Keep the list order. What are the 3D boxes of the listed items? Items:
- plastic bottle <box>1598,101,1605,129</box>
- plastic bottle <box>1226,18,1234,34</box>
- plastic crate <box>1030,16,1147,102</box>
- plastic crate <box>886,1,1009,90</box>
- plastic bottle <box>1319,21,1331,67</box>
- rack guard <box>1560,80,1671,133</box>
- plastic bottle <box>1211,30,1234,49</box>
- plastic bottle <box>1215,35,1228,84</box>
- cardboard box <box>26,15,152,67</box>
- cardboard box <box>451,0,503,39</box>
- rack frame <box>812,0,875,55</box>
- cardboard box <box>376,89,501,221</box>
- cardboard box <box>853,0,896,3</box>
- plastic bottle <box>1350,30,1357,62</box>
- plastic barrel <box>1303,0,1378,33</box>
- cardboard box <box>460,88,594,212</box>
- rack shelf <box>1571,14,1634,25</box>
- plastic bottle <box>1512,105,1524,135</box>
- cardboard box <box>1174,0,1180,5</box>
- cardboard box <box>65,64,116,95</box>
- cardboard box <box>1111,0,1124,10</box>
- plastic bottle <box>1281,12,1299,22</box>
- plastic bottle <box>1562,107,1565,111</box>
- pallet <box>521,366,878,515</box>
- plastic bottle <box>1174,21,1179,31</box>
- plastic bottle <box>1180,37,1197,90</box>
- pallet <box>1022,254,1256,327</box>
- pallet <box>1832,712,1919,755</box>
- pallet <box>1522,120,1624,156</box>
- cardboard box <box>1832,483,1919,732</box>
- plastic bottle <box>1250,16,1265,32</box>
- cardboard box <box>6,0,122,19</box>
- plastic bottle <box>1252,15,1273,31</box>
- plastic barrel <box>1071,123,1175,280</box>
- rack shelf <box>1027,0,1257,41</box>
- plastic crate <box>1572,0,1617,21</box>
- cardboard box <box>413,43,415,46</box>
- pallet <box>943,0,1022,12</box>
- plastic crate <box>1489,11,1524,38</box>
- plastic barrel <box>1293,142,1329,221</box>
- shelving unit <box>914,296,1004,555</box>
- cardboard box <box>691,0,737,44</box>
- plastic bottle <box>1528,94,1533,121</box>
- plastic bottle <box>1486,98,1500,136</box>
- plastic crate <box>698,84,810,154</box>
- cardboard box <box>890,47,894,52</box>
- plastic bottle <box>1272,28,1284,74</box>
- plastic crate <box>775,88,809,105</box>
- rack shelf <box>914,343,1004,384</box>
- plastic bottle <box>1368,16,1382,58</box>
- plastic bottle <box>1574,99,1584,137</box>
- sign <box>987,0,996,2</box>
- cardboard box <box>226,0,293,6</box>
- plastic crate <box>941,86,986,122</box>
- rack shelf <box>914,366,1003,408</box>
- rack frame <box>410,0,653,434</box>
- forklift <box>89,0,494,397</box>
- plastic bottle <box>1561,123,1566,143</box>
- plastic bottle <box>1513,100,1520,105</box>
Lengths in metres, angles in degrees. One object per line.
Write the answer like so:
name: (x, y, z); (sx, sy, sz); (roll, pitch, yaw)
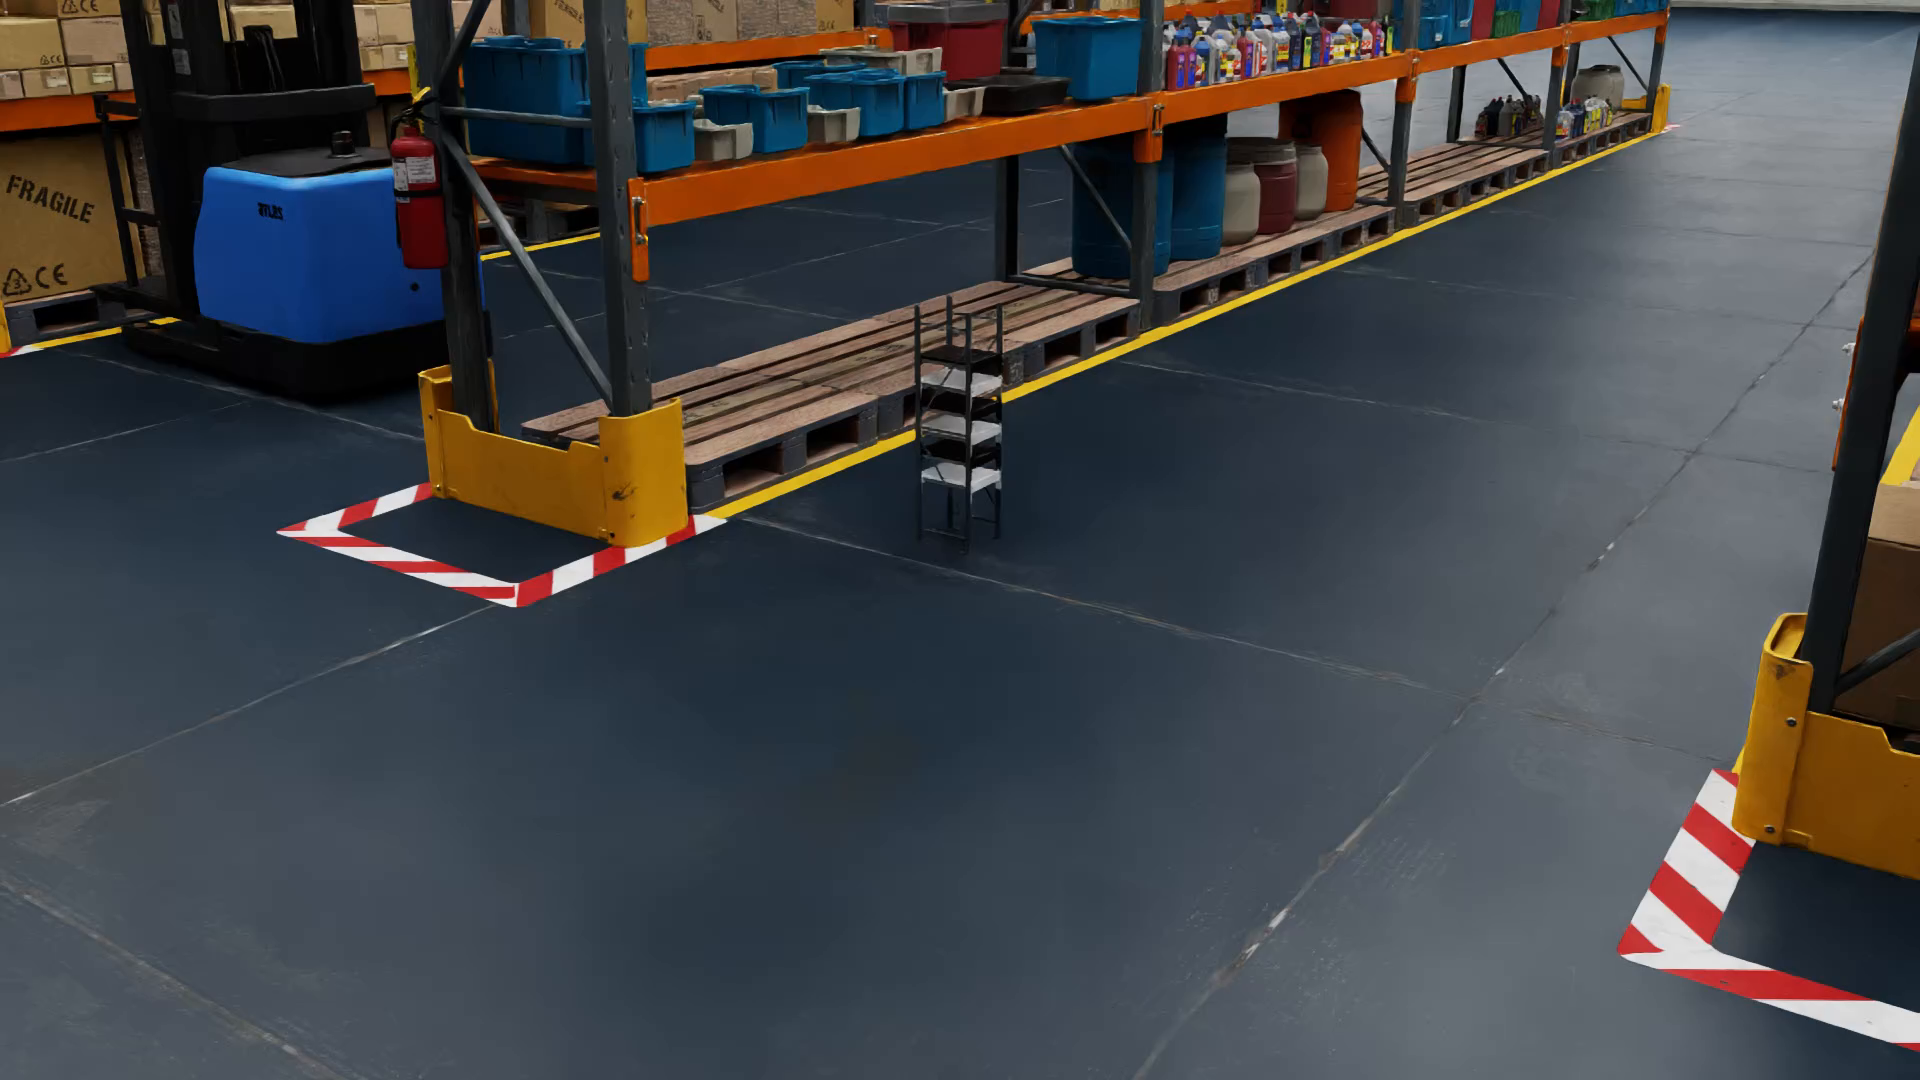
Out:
plastic bottle: (6.483, -4.342, 16.970); (0.152, 0.276, 0.135); (13, 24, 30)
plastic bottle: (1.835, -3.450, 11.453); (0.097, 0.271, 0.097); (0, 20, 0)
plastic crate: (0.669, -2.509, 8.661); (0.392, 0.384, 0.575); (13, 24, 32)
plastic crate: (-0.060, -2.540, 8.628); (0.402, 0.464, 0.583); (13, 24, 32)
plastic bottle: (2.381, -3.255, 10.908); (0.061, 0.283, 0.133); (13, 24, 32)
rack guard: (7.391, -4.929, 18.868); (1.175, 0.500, 0.348); (13, 24, 32)
plastic bottle: (1.619, -2.984, 10.188); (0.152, 0.276, 0.135); (13, 24, 32)
plastic bottle: (1.518, -2.820, 9.750); (0.097, 0.271, 0.097); (0, 20, 0)
cardboard box: (-4.916, -2.812, 9.330); (0.500, 0.250, 0.500); (13, 24, 31)
cardboard box: (-3.478, -3.546, 11.315); (0.500, 0.250, 0.500); (13, 24, 31)
rack frame: (-1.198, -4.802, 14.924); (1.000, 3.000, 0.127); (13, 24, 32)
cardboard box: (-3.884, -2.681, 11.648); (0.875, 0.875, 0.875); (13, 24, 32)
cardboard box: (-0.928, -5.209, 15.274); (0.500, 0.500, 0.500); (10, 23, 25)
plastic bottle: (2.649, -3.365, 11.323); (0.097, 0.201, 0.097); (0, 20, 0)
plastic barrel: (2.908, -4.093, 12.809); (0.600, 0.536, 0.708); (13, 24, 32)
cardboard box: (-3.104, -3.043, 12.624); (1.225, 0.875, 0.875); (13, 24, 32)
rack shelf: (6.271, -5.312, 17.058); (0.919, 0.124, 3.809); (13, 24, 32)
plastic bottle: (5.515, -4.187, 16.554); (0.152, 0.276, 0.135); (13, 24, 32)
cardboard box: (2.355, -6.349, 19.467); (0.380, 0.149, 0.250); (13, 24, 32)
cardboard box: (-4.936, -2.574, 9.262); (0.380, 0.149, 0.250); (13, 24, 31)
cardboard box: (1.571, -5.904, 18.266); (0.380, 0.149, 0.250); (13, 24, 32)
plastic bottle: (2.387, -3.717, 12.169); (0.152, 0.276, 0.135); (13, 24, 32)
plastic bottle: (5.925, -4.127, 16.396); (0.097, 0.271, 0.097); (0, 20, 0)
pallet: (-1.104, -0.462, 7.211); (1.003, 0.211, 1.213); (13, 24, 32)
plastic bottle: (1.391, -3.240, 10.869); (0.061, 0.283, 0.133); (13, 24, 32)
plastic bottle: (1.283, -2.694, 9.394); (0.061, 0.283, 0.133); (13, 24, 32)
pallet: (1.118, -1.594, 10.271); (1.003, 0.211, 1.213); (13, 24, 32)
pallet: (2.985, 0.483, 4.655); (1.003, 0.211, 1.213); (13, 24, 32)
pallet: (6.244, -4.212, 17.349); (1.003, 0.211, 1.213); (13, 24, 32)
cardboard box: (2.597, 0.188, 4.402); (0.500, 0.500, 0.500); (13, 24, 32)
plastic bottle: (2.090, -3.542, 11.704); (0.097, 0.271, 0.097); (0, 20, 0)
cardboard box: (-4.921, -3.156, 9.181); (0.500, 0.500, 0.500); (13, 24, 31)
plastic bottle: (2.127, -3.584, 11.810); (0.152, 0.276, 0.135); (13, 24, 32)
plastic barrel: (0.969, -2.054, 9.914); (0.600, 0.901, 0.708); (13, 24, 32)
rack shelf: (2.174, -6.187, 19.703); (1.077, 0.370, 4.000); (13, 24, 32)
plastic crate: (6.143, -5.219, 16.357); (0.450, 0.188, 0.662); (13, 24, 32)
cardboard box: (-3.636, -3.238, 11.057); (0.380, 0.149, 0.250); (13, 24, 31)
pallet: (-0.119, -5.288, 16.515); (1.003, 0.211, 1.213); (13, 24, 32)
plastic crate: (4.401, -4.330, 13.953); (0.450, 0.188, 0.662); (13, 24, 32)
plastic barrel: (2.393, -2.543, 11.798); (0.421, 0.512, 0.421); (0, 20, 0)
shelving unit: (-0.005, -0.420, 6.103); (0.258, 0.900, 0.210); (13, 24, 32)
cardboard box: (-2.132, -4.222, 13.211); (0.500, 0.500, 0.500); (14, 24, 33)
plastic bottle: (5.976, -4.543, 17.505); (0.061, 0.283, 0.133); (14, 24, 33)
plastic bottle: (5.270, -4.189, 16.450); (0.144, 0.351, 0.185); (13, 24, 30)
plastic crate: (-0.818, -1.686, 6.655); (0.416, 0.233, 0.300); (13, 24, 32)
cardboard box: (-1.073, -7.087, 23.558); (0.875, 0.875, 0.875); (13, 24, 32)
plastic bottle: (1.963, -3.047, 10.364); (0.097, 0.271, 0.097); (0, 20, 0)
plastic crate: (-0.828, -1.968, 7.556); (0.298, 0.136, 0.250); (13, 24, 32)
rack shelf: (-0.005, -0.642, 6.020); (0.258, 0.077, 0.200); (13, 24, 32)
plastic bottle: (2.894, -3.516, 11.616); (0.061, 0.283, 0.133); (13, 24, 32)
plastic bottle: (6.050, -4.153, 16.353); (0.144, 0.351, 0.185); (12, 24, 30)
sign: (0.195, -2.926, 9.454); (0.100, 0.325, 0.005); (13, 24, 32)
cardboard box: (-4.500, -3.698, 10.645); (0.500, 0.500, 0.500); (12, 24, 30)
plastic crate: (-0.081, -2.035, 7.736); (0.293, 0.136, 0.466); (13, 24, 32)
rack shelf: (-0.005, -0.557, 6.052); (0.258, 0.077, 0.200); (13, 24, 32)
rack frame: (-1.599, -1.541, 6.108); (1.000, 3.000, 0.127); (13, 24, 32)
forklift: (-3.897, -2.465, 8.704); (3.031, 2.935, 1.130); (16, 25, 36)
plastic bottle: (5.745, -3.913, 15.920); (0.097, 0.201, 0.097); (0, 20, 0)
plastic bottle: (5.654, -4.348, 16.987); (0.152, 0.276, 0.135); (14, 24, 33)
